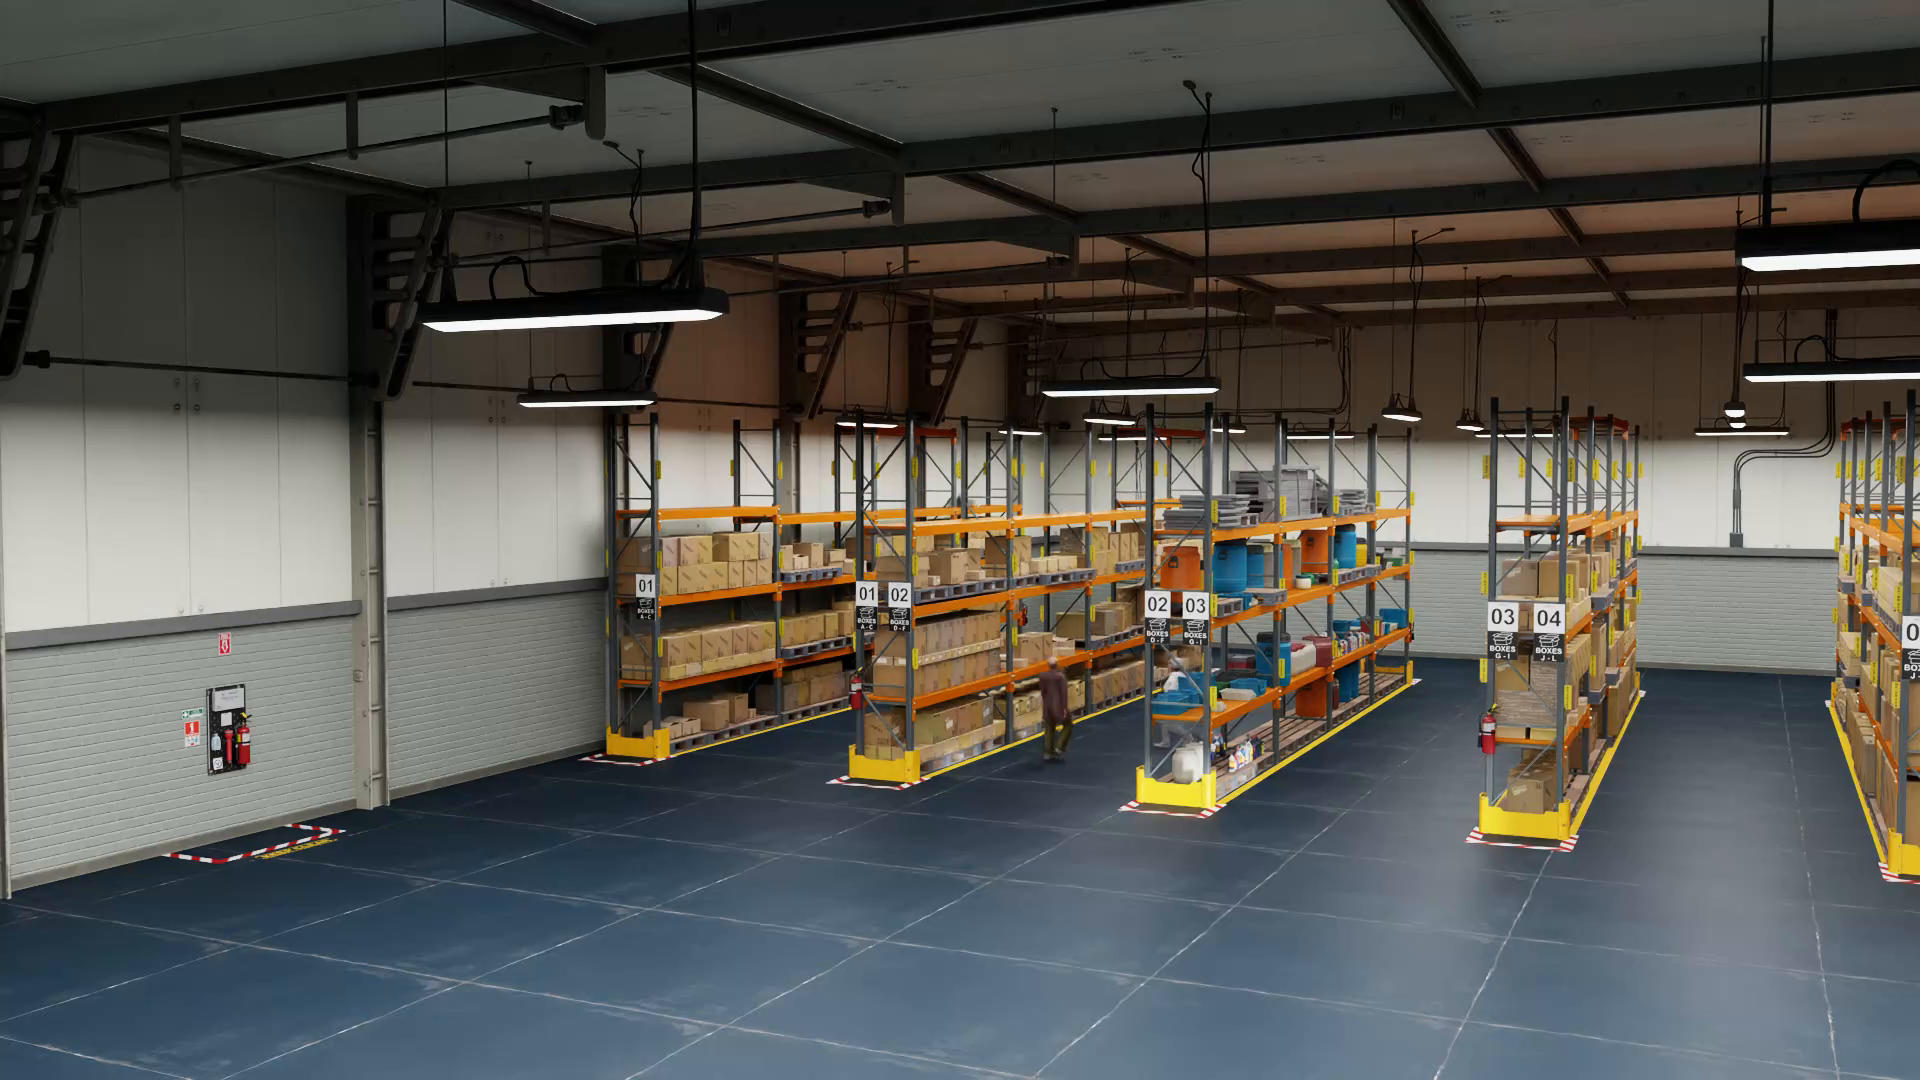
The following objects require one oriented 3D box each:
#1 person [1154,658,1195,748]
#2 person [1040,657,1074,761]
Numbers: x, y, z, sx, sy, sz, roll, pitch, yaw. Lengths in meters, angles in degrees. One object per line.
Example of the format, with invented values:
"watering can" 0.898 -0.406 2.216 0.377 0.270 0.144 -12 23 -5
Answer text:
"person" 3.847 2.921 29.725 0.685 1.637 0.555 0 2 -3
"person" 1.661 2.914 28.653 0.512 1.825 0.625 -2 3 -39
